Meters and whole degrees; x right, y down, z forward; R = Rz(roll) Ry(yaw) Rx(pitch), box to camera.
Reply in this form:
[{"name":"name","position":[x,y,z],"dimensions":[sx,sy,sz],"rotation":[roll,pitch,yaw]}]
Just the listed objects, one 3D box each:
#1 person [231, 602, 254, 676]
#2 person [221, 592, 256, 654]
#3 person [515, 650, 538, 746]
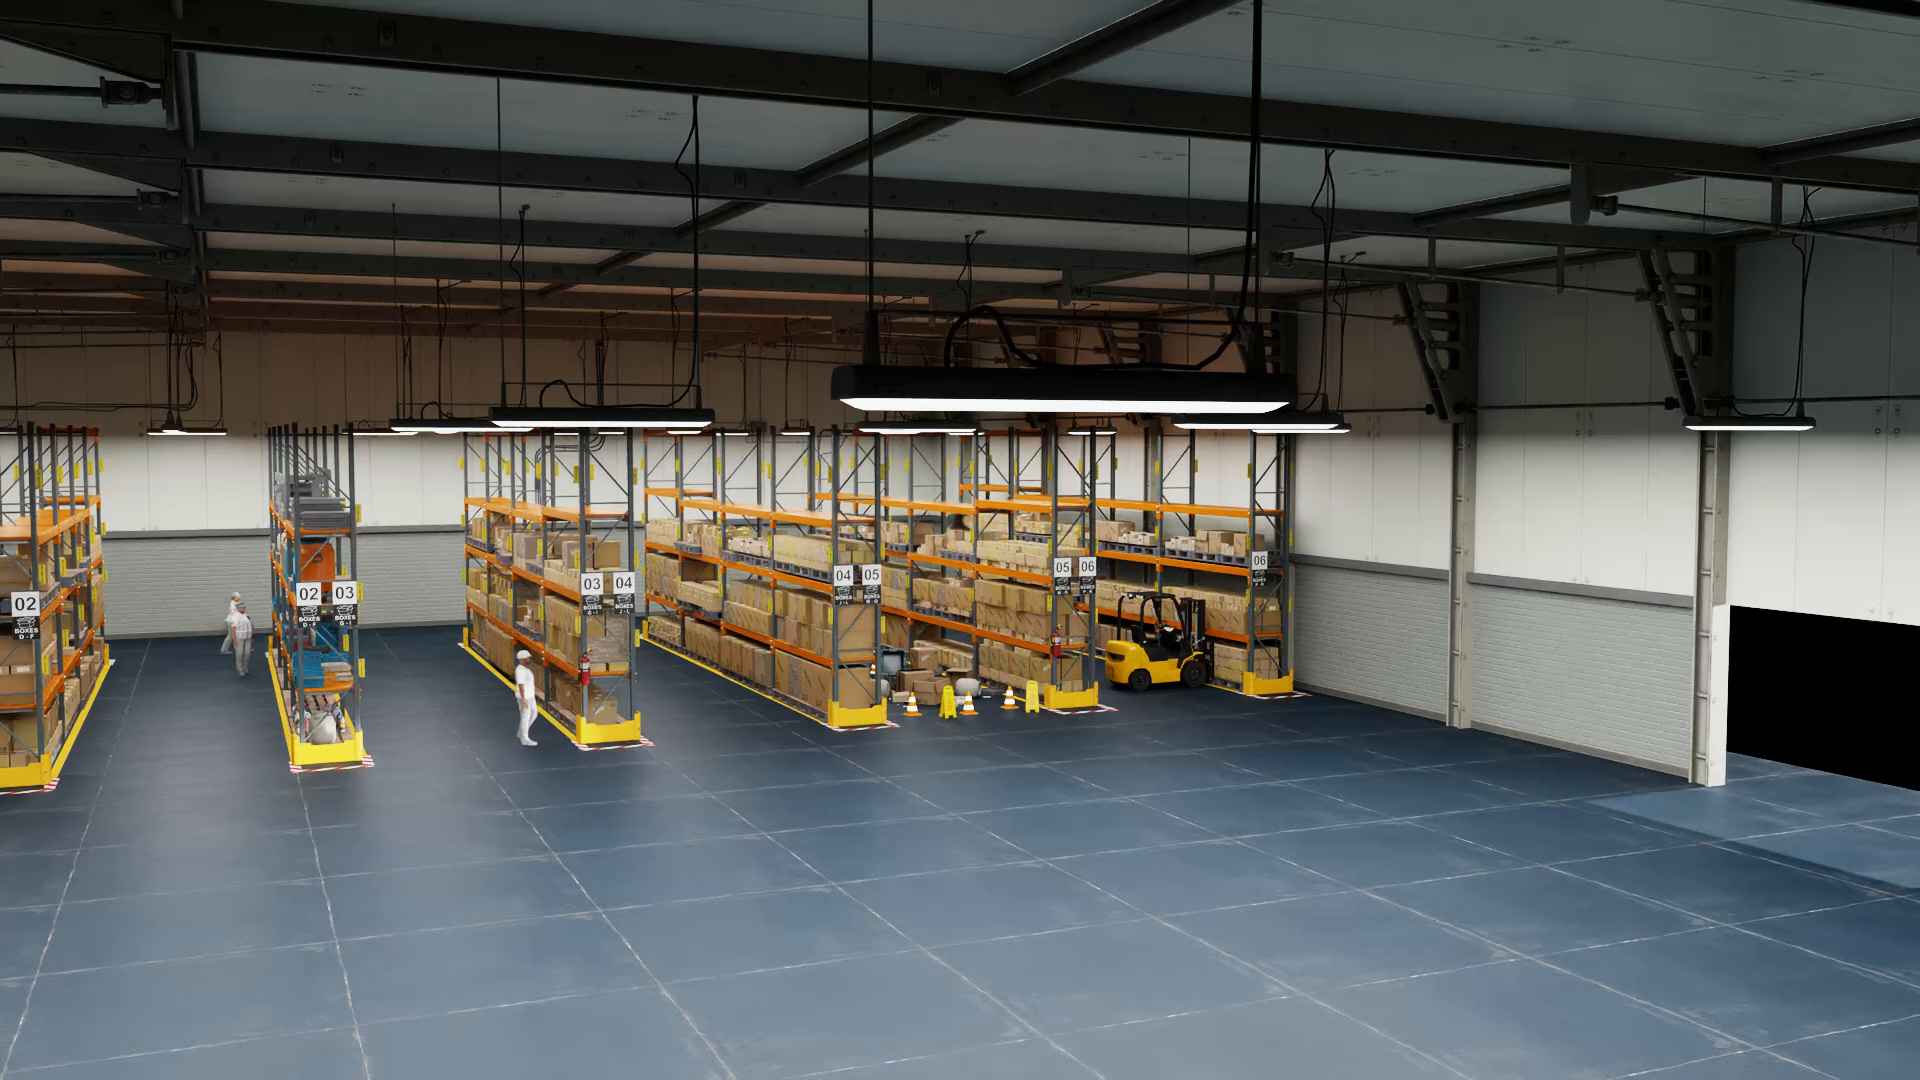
[{"name":"person","position":[-17.387,2.396,40.419],"dimensions":[0.585,1.797,0.561],"rotation":[2,4,35]},{"name":"person","position":[-19.218,2.191,44.268],"dimensions":[0.989,1.608,0.584],"rotation":[-3,5,-42]},{"name":"person","position":[-8.132,2.943,31.116],"dimensions":[0.495,1.771,0.638],"rotation":[0,3,2]}]
